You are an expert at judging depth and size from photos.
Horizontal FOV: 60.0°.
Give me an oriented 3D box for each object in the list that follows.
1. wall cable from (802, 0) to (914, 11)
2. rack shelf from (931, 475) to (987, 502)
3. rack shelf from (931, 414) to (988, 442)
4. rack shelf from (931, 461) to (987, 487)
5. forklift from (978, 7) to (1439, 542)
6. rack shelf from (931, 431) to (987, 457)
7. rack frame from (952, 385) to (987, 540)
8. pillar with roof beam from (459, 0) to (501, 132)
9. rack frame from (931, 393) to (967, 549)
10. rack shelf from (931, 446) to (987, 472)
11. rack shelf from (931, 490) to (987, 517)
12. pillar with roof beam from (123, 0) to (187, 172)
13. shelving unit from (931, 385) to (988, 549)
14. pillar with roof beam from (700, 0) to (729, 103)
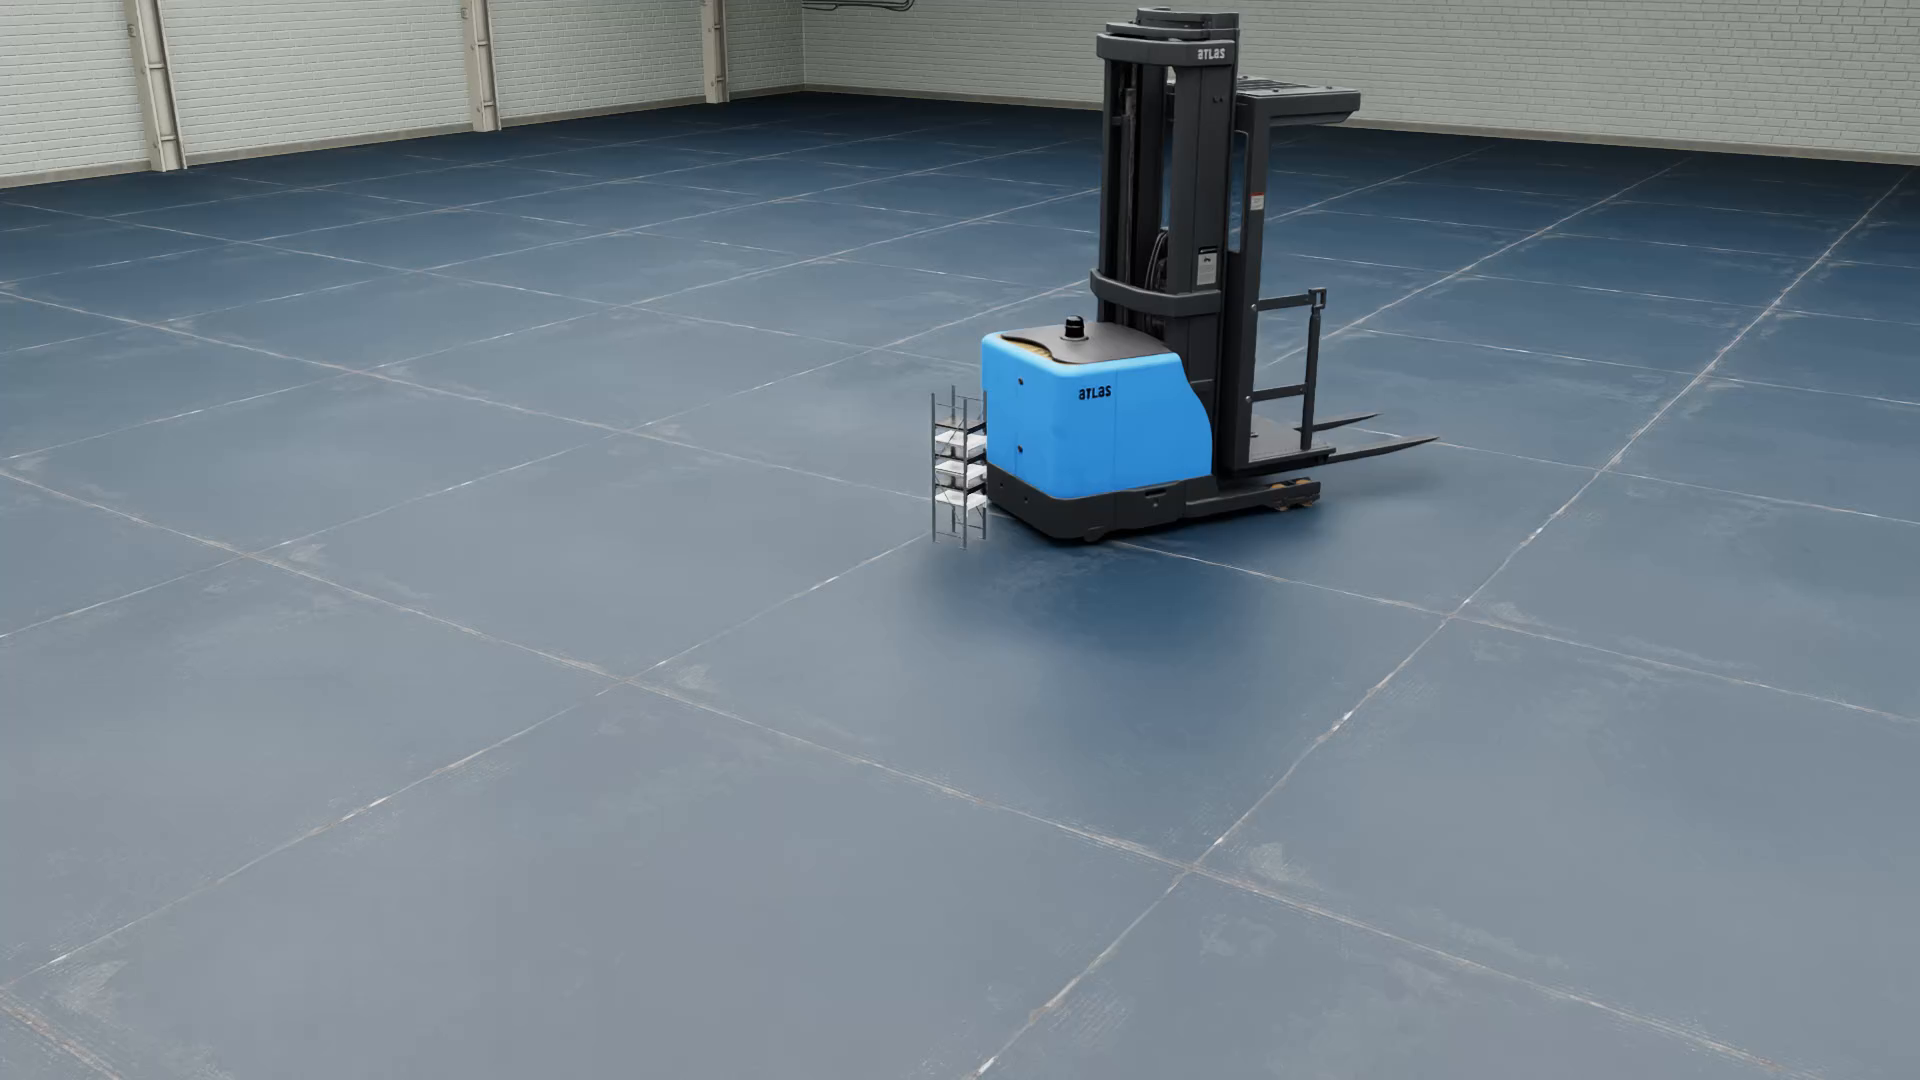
[{"bbox_3d":[-2.194,-12.274,34.453,3.097,2.526,0.112,13,24,32],"label":"wall cable"},{"bbox_3d":[-0.005,-0.304,9.645,0.258,0.077,0.200,13,24,32],"label":"rack shelf"},{"bbox_3d":[-0.005,-0.642,9.520,0.258,0.077,0.200,13,24,32],"label":"rack shelf"},{"bbox_3d":[-0.005,-0.388,9.614,0.258,0.077,0.200,13,24,32],"label":"rack shelf"},{"bbox_3d":[1.663,-1.704,10.146,3.031,2.935,1.130,-10,23,-26],"label":"forklift"},{"bbox_3d":[-0.005,-0.557,9.552,0.258,0.077,0.200,13,24,32],"label":"rack shelf"},{"bbox_3d":[0.053,-0.449,9.681,0.240,0.900,0.006,13,24,32],"label":"rack frame"},{"bbox_3d":[-4.756,-10.582,25.402,9.100,9.000,0.400,13,24,32],"label":"pillar with roof beam"},{"bbox_3d":[-0.062,-0.391,9.524,0.240,0.900,0.006,13,24,32],"label":"rack frame"},{"bbox_3d":[-0.005,-0.473,9.583,0.258,0.077,0.200,13,24,32],"label":"rack shelf"},{"bbox_3d":[-0.005,-0.220,9.677,0.258,0.077,0.200,13,24,32],"label":"rack shelf"},{"bbox_3d":[-8.129,-8.861,20.748,9.100,9.000,0.400,13,24,32],"label":"pillar with roof beam"},{"bbox_3d":[-0.005,-0.420,9.603,0.258,0.900,0.210,13,24,32],"label":"shelving unit"},{"bbox_3d":[-1.383,-12.304,30.056,9.100,9.000,0.400,13,24,32],"label":"pillar with roof beam"}]
